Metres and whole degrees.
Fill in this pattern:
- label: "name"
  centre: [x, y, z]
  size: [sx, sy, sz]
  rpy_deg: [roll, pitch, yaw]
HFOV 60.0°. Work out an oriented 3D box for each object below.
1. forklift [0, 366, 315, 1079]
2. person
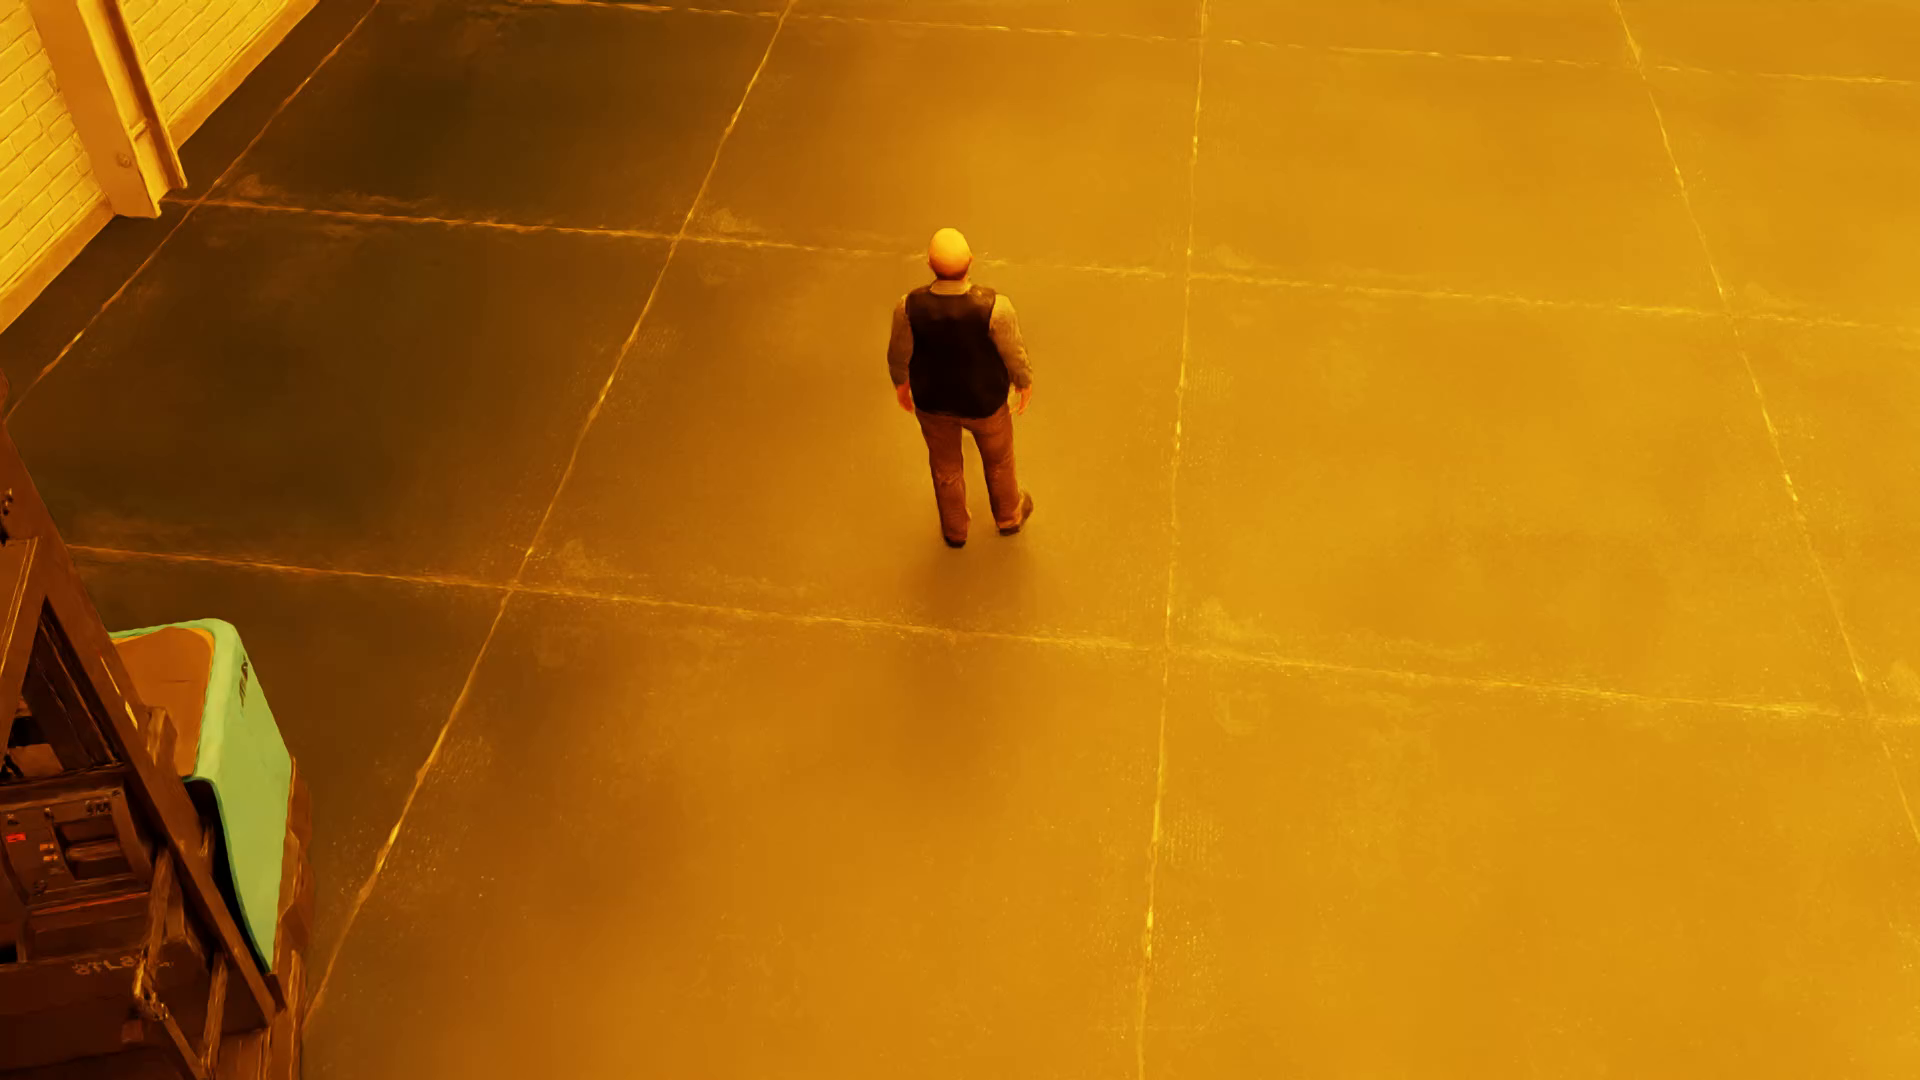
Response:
- label: "forklift"
  centre: [-2.801, 1.027, 4.607]
  size: [1.130, 2.935, 3.031]
  rpy_deg: [-8, 43, -9]
- label: "person"
  centre: [0.016, -0.680, 7.348]
  size: [0.632, 1.720, 0.567]
  rpy_deg: [5, 43, 6]
